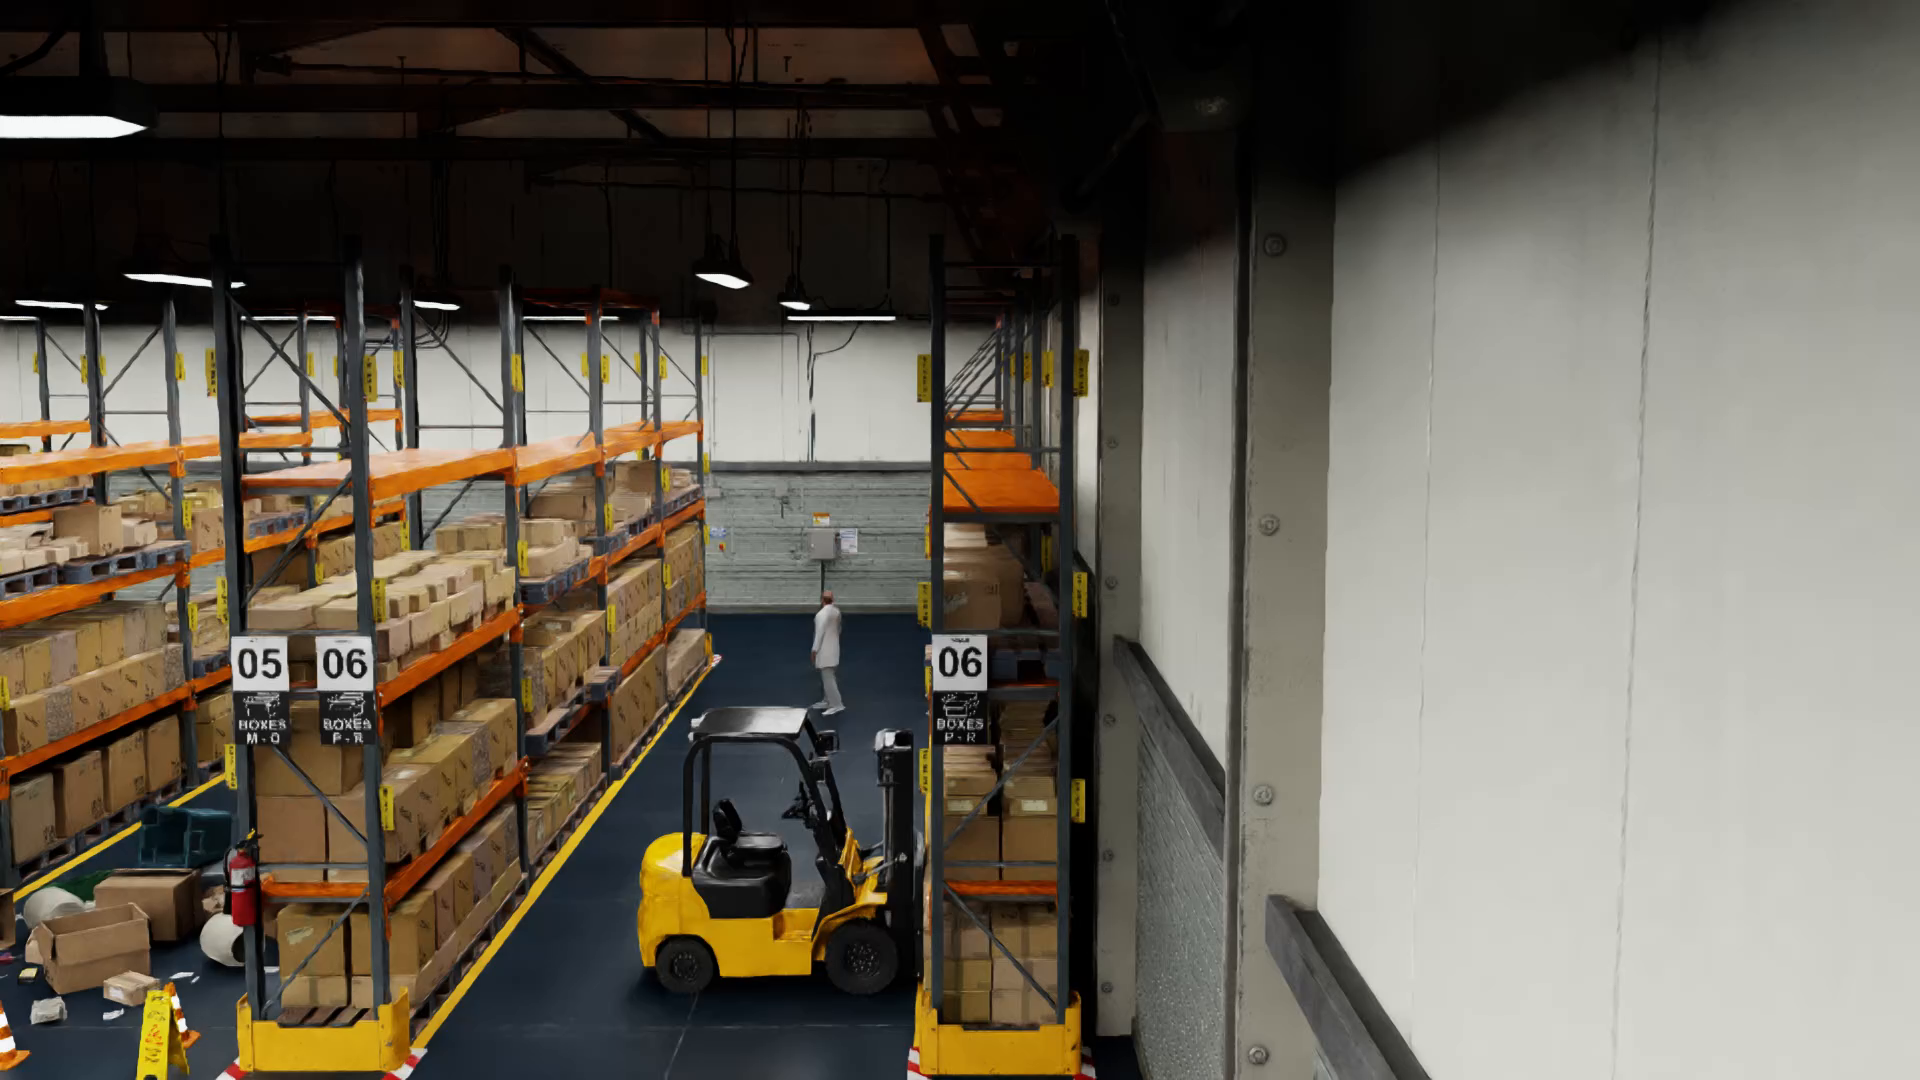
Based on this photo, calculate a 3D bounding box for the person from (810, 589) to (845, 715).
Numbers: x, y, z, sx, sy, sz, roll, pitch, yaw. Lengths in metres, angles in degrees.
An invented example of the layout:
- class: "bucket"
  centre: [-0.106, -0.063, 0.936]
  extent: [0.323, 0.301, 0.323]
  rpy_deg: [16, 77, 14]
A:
- class: "person"
  centre: [-1.927, 1.630, 24.224]
  extent: [0.573, 1.827, 0.645]
  rpy_deg: [2, 7, 19]
